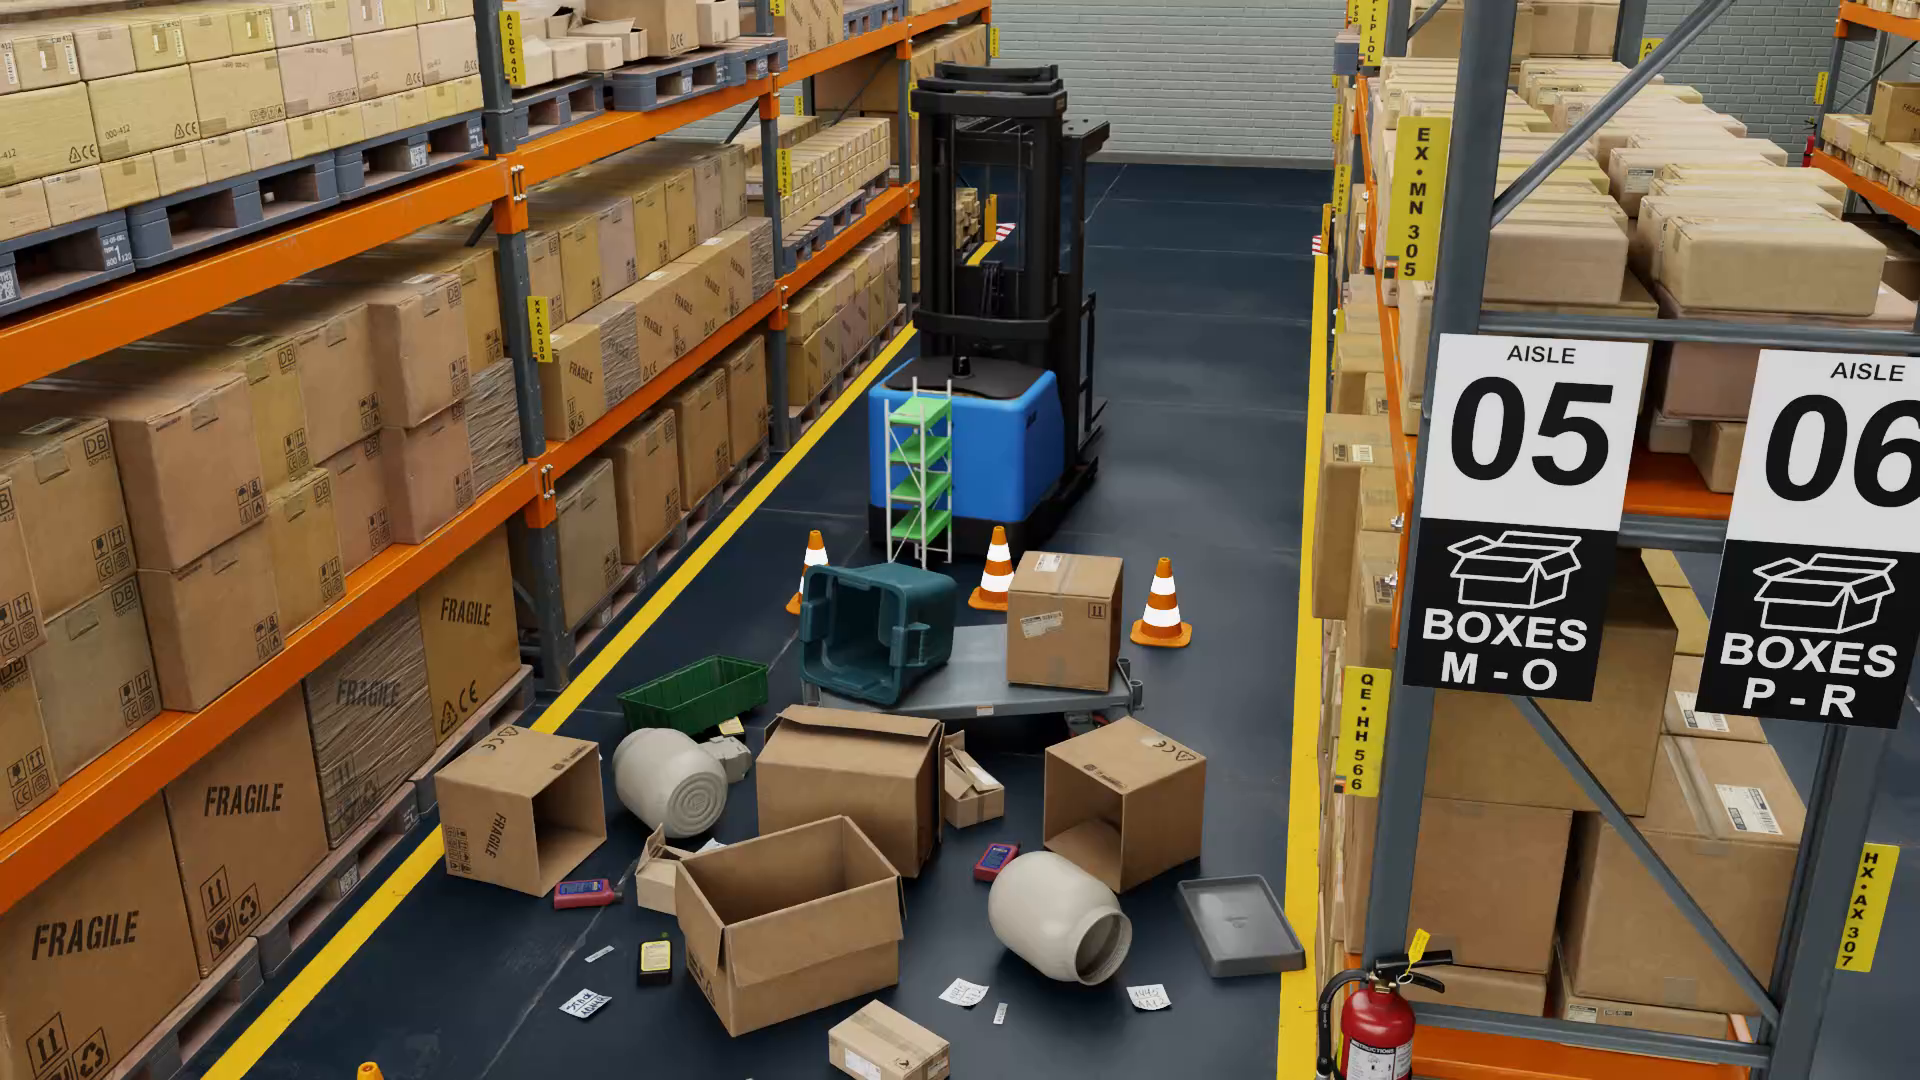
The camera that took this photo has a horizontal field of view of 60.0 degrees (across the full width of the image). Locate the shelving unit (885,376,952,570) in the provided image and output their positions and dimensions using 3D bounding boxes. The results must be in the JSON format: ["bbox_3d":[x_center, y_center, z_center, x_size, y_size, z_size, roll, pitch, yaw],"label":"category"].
[{"bbox_3d":[-0.245,-0.335,10.080,0.258,1.200,0.503,7,23,17],"label":"shelving unit"}]

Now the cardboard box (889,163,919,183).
[{"bbox_3d":[-0.587,-3.520,15.915,0.380,0.149,0.250,5,23,13],"label":"cardboard box"}]

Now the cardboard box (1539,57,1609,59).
[{"bbox_3d":[2.883,-2.177,7.867,0.500,0.250,0.500,4,22,10],"label":"cardboard box"}]

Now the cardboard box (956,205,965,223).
[{"bbox_3d":[-0.160,-3.572,18.165,0.380,0.149,0.250,5,23,13],"label":"cardboard box"}]

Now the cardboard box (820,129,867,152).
[{"bbox_3d":[-1.018,-3.462,14.412,0.380,0.149,0.250,4,22,11],"label":"cardboard box"}]

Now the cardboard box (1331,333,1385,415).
[{"bbox_3d":[1.713,-0.429,6.033,0.700,0.500,0.500,4,22,10],"label":"cardboard box"}]

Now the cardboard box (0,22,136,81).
[{"bbox_3d":[-2.826,-1.525,5.182,0.380,0.149,0.250,4,22,10],"label":"cardboard box"}]

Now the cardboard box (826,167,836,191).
[{"bbox_3d":[-1.225,-2.944,13.524,0.380,0.149,0.250,4,22,10],"label":"cardboard box"}]

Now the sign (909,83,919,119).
[{"bbox_3d":[-0.421,-4.054,15.354,0.100,0.325,0.005,4,22,11],"label":"sign"}]

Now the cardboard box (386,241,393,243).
[{"bbox_3d":[-6.092,-2.620,15.625,1.225,0.875,0.875,4,22,9],"label":"cardboard box"}]

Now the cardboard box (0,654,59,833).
[{"bbox_3d":[-3.382,0.622,5.093,0.875,0.550,0.550,4,22,11],"label":"cardboard box"}]

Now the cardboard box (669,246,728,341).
[{"bbox_3d":[-1.815,-1.591,10.655,0.500,0.500,0.500,4,22,10],"label":"cardboard box"}]

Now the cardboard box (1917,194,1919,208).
[{"bbox_3d":[8.611,-2.957,14.516,0.380,0.149,0.250,5,22,12],"label":"cardboard box"}]

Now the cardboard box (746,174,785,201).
[{"bbox_3d":[-1.496,-2.605,12.285,0.380,0.149,0.250,4,22,11],"label":"cardboard box"}]

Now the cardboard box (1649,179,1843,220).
[{"bbox_3d":[1.872,-0.768,3.999,0.380,0.149,0.250,4,22,11],"label":"cardboard box"}]

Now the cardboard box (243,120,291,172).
[{"bbox_3d":[-2.669,-1.432,6.020,0.380,0.149,0.250,4,22,11],"label":"cardboard box"}]

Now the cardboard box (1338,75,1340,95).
[{"bbox_3d":[4.341,-5.037,17.872,0.500,0.500,0.500,4,22,10],"label":"cardboard box"}]

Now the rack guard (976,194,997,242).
[{"bbox_3d":[-0.164,-3.833,19.703,1.175,0.500,0.348,4,22,11],"label":"rack guard"}]

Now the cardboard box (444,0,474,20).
[{"bbox_3d":[-2.360,-2.360,7.256,0.380,0.149,0.250,4,22,10],"label":"cardboard box"}]

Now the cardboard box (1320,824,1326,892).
[{"bbox_3d":[1.681,1.374,6.544,0.500,0.250,0.500,4,22,10],"label":"cardboard box"}]

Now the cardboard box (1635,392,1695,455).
[{"bbox_3d":[1.805,-0.303,3.912,0.380,0.149,0.250,4,22,9],"label":"cardboard box"}]

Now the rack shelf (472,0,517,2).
[{"bbox_3d":[-5.392,-5.762,18.093,1.077,0.370,4.000,4,22,11],"label":"rack shelf"}]

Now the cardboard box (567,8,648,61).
[{"bbox_3d":[-2.008,-2.871,9.435,0.396,0.266,0.258,4,22,11],"label":"cardboard box"}]

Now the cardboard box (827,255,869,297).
[{"bbox_3d":[-1.081,-2.268,14.250,0.500,0.250,0.500,3,22,9],"label":"cardboard box"}]

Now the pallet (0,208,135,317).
[{"bbox_3d":[-3.272,-0.792,4.907,1.003,0.211,1.213,4,22,11],"label":"pallet"}]

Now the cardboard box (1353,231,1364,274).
[{"bbox_3d":[2.456,-1.419,9.267,0.500,0.500,0.500,4,22,9],"label":"cardboard box"}]

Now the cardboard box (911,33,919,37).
[{"bbox_3d":[-0.725,-5.151,17.759,0.500,0.500,0.500,4,22,10],"label":"cardboard box"}]

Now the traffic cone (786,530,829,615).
[{"bbox_3d":[-0.845,0.169,9.814,0.336,0.463,0.334,4,22,11],"label":"traffic cone"}]

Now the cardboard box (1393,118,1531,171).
[{"bbox_3d":[1.513,-1.183,5.030,0.380,0.149,0.250,5,22,12],"label":"cardboard box"}]

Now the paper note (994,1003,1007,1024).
[{"bbox_3d":[0.155,1.808,6.351,0.032,0.001,0.123,4,22,11],"label":"paper note"}]

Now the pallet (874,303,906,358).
[{"bbox_3d":[-1.122,-1.980,15.486,1.003,0.211,1.213,4,22,11],"label":"pallet"}]

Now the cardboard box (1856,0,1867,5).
[{"bbox_3d":[9.285,-5.479,16.765,0.380,0.149,0.250,5,22,12],"label":"cardboard box"}]

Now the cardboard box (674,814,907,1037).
[{"bbox_3d":[-0.667,1.494,6.471,0.797,0.503,0.637,-11,25,-26],"label":"cardboard box"}]

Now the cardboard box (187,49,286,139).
[{"bbox_3d":[-2.756,-1.581,5.855,0.500,0.250,0.500,4,22,11],"label":"cardboard box"}]

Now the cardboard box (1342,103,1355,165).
[{"bbox_3d":[3.349,-3.217,13.355,0.500,0.500,0.500,4,22,10],"label":"cardboard box"}]

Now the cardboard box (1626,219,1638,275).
[{"bbox_3d":[1.929,-0.636,4.204,0.500,0.250,0.500,4,22,10],"label":"cardboard box"}]

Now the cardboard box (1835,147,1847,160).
[{"bbox_3d":[9.236,-3.991,17.084,0.380,0.149,0.250,5,22,12],"label":"cardboard box"}]

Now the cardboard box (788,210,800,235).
[{"bbox_3d":[-1.437,-2.420,12.620,0.380,0.149,0.250,6,23,14],"label":"cardboard box"}]

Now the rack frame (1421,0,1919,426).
[{"bbox_3d":[1.453,-1.612,2.810,1.000,3.000,0.127,4,22,11],"label":"rack frame"}]

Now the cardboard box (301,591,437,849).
[{"bbox_3d":[-2.974,0.713,7.349,0.875,0.875,0.875,5,22,11],"label":"cardboard box"}]

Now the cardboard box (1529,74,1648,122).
[{"bbox_3d":[2.300,-1.615,6.101,0.380,0.149,0.250,5,22,12],"label":"cardboard box"}]

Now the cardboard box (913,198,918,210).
[{"bbox_3d":[-0.673,-3.714,18.518,0.380,0.149,0.250,3,22,8],"label":"cardboard box"}]

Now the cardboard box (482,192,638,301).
[{"bbox_3d":[-2.295,-1.697,9.581,0.700,0.500,0.500,5,22,11],"label":"cardboard box"}]

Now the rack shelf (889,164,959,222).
[{"bbox_3d":[-0.557,-3.956,17.623,1.077,0.370,4.000,4,22,11],"label":"rack shelf"}]

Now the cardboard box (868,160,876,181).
[{"bbox_3d":[-0.957,-3.290,14.781,0.380,0.149,0.250,4,22,11],"label":"cardboard box"}]

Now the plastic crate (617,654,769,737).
[{"bbox_3d":[-1.350,0.809,8.517,0.450,0.188,0.662,7,21,42],"label":"plastic crate"}]

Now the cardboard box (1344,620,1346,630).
[{"bbox_3d":[1.712,0.032,6.228,0.500,0.500,0.500,4,22,10],"label":"cardboard box"}]

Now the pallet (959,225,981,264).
[{"bbox_3d":[-0.365,-3.405,19.026,1.003,0.211,1.213,4,22,11],"label":"pallet"}]

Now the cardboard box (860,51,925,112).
[{"bbox_3d":[-0.634,-4.353,15.775,0.500,0.500,0.500,5,22,12],"label":"cardboard box"}]

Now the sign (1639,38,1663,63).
[{"bbox_3d":[2.802,-1.884,6.810,0.100,0.325,0.005,4,22,11],"label":"sign"}]

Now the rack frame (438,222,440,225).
[{"bbox_3d":[-5.800,-3.973,16.703,1.000,3.000,0.127,4,22,11],"label":"rack frame"}]

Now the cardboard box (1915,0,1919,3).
[{"bbox_3d":[8.826,-4.873,14.726,0.500,0.250,0.500,5,22,12],"label":"cardboard box"}]

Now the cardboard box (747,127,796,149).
[{"bbox_3d":[-1.655,-3.516,14.546,0.380,0.149,0.250,4,22,10],"label":"cardboard box"}]

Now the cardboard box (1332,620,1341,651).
[{"bbox_3d":[1.800,0.377,7.150,0.380,0.149,0.250,5,22,12],"label":"cardboard box"}]

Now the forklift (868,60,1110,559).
[{"bbox_3d":[0.357,-1.764,11.311,1.130,2.935,3.031,7,23,17],"label":"forklift"}]
